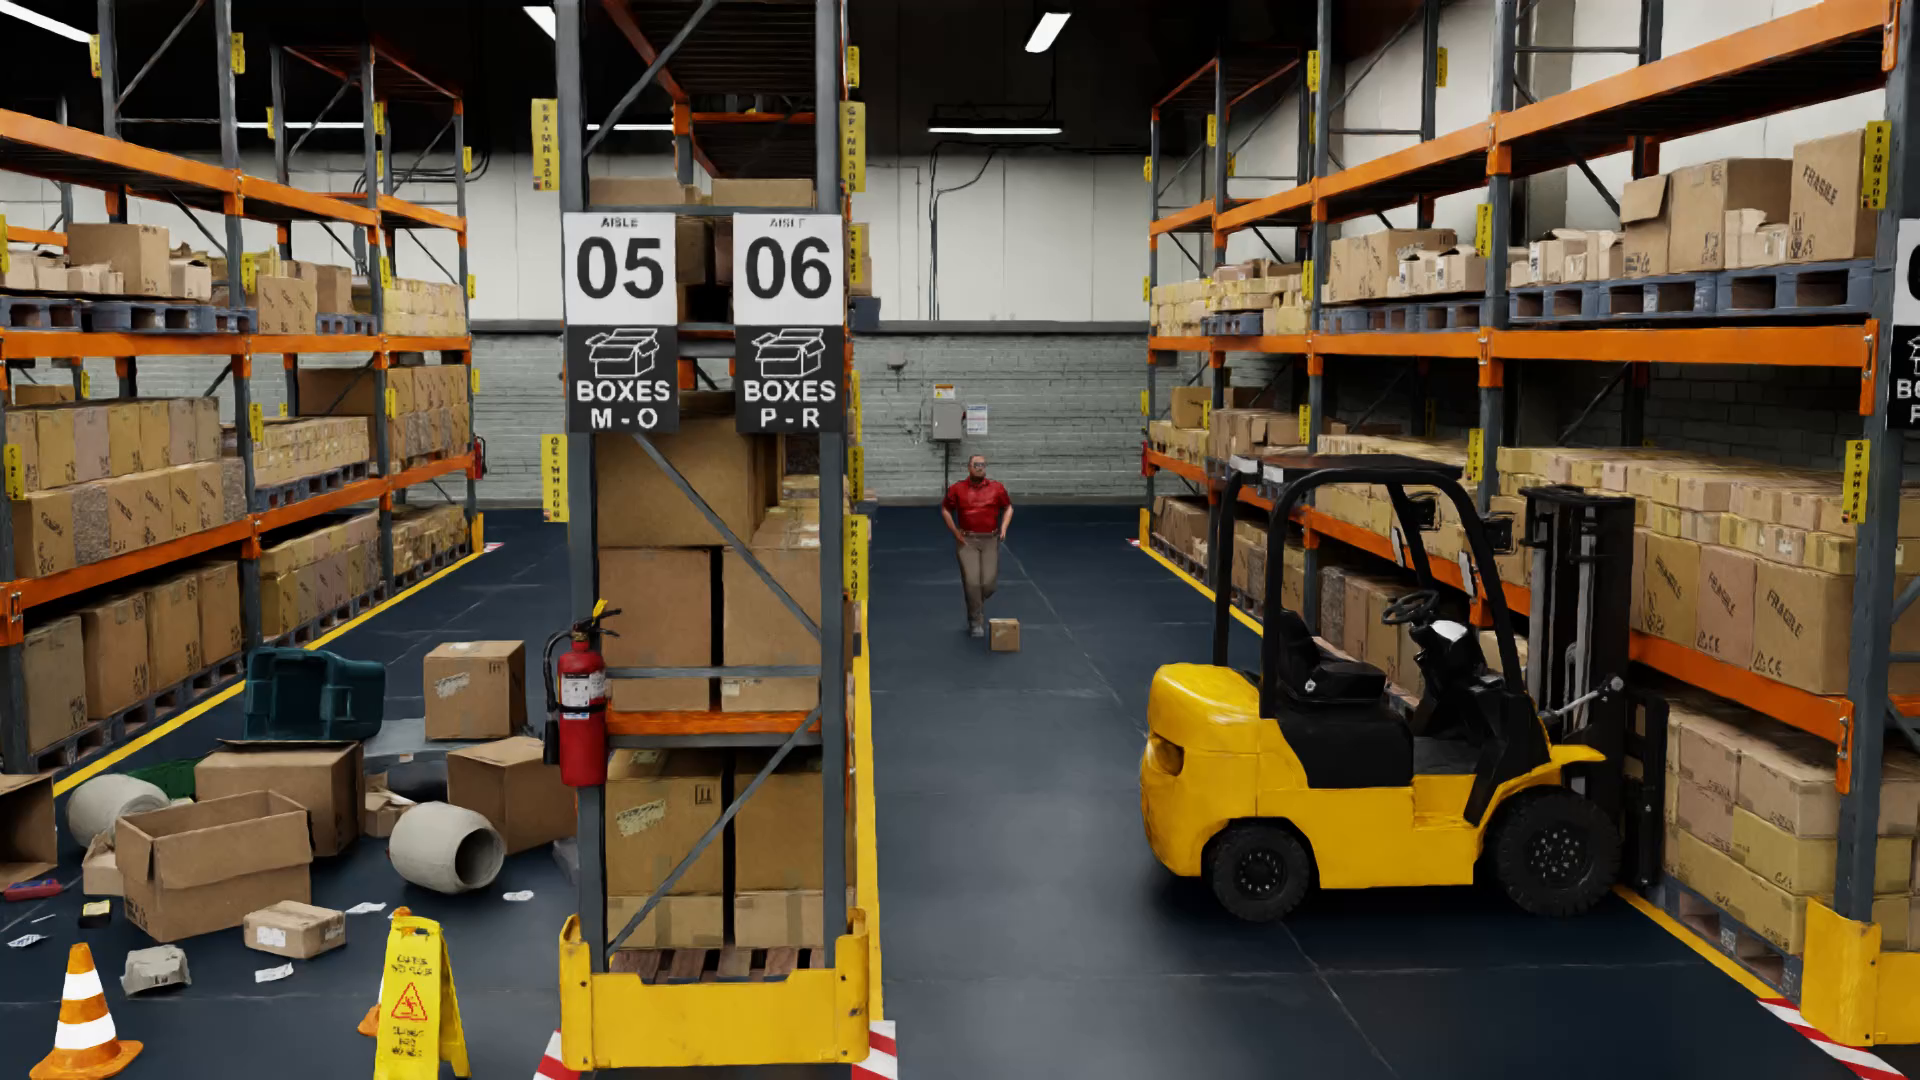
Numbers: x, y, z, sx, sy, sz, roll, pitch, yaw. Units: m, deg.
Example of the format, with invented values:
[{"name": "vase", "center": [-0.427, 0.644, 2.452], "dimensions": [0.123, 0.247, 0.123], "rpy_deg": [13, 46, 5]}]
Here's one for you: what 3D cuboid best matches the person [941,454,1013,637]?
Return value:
[{"name": "person", "center": [0.171, 0.038, 15.604], "dimensions": [0.678, 1.692, 0.659], "rpy_deg": [-1, 7, -7]}]
